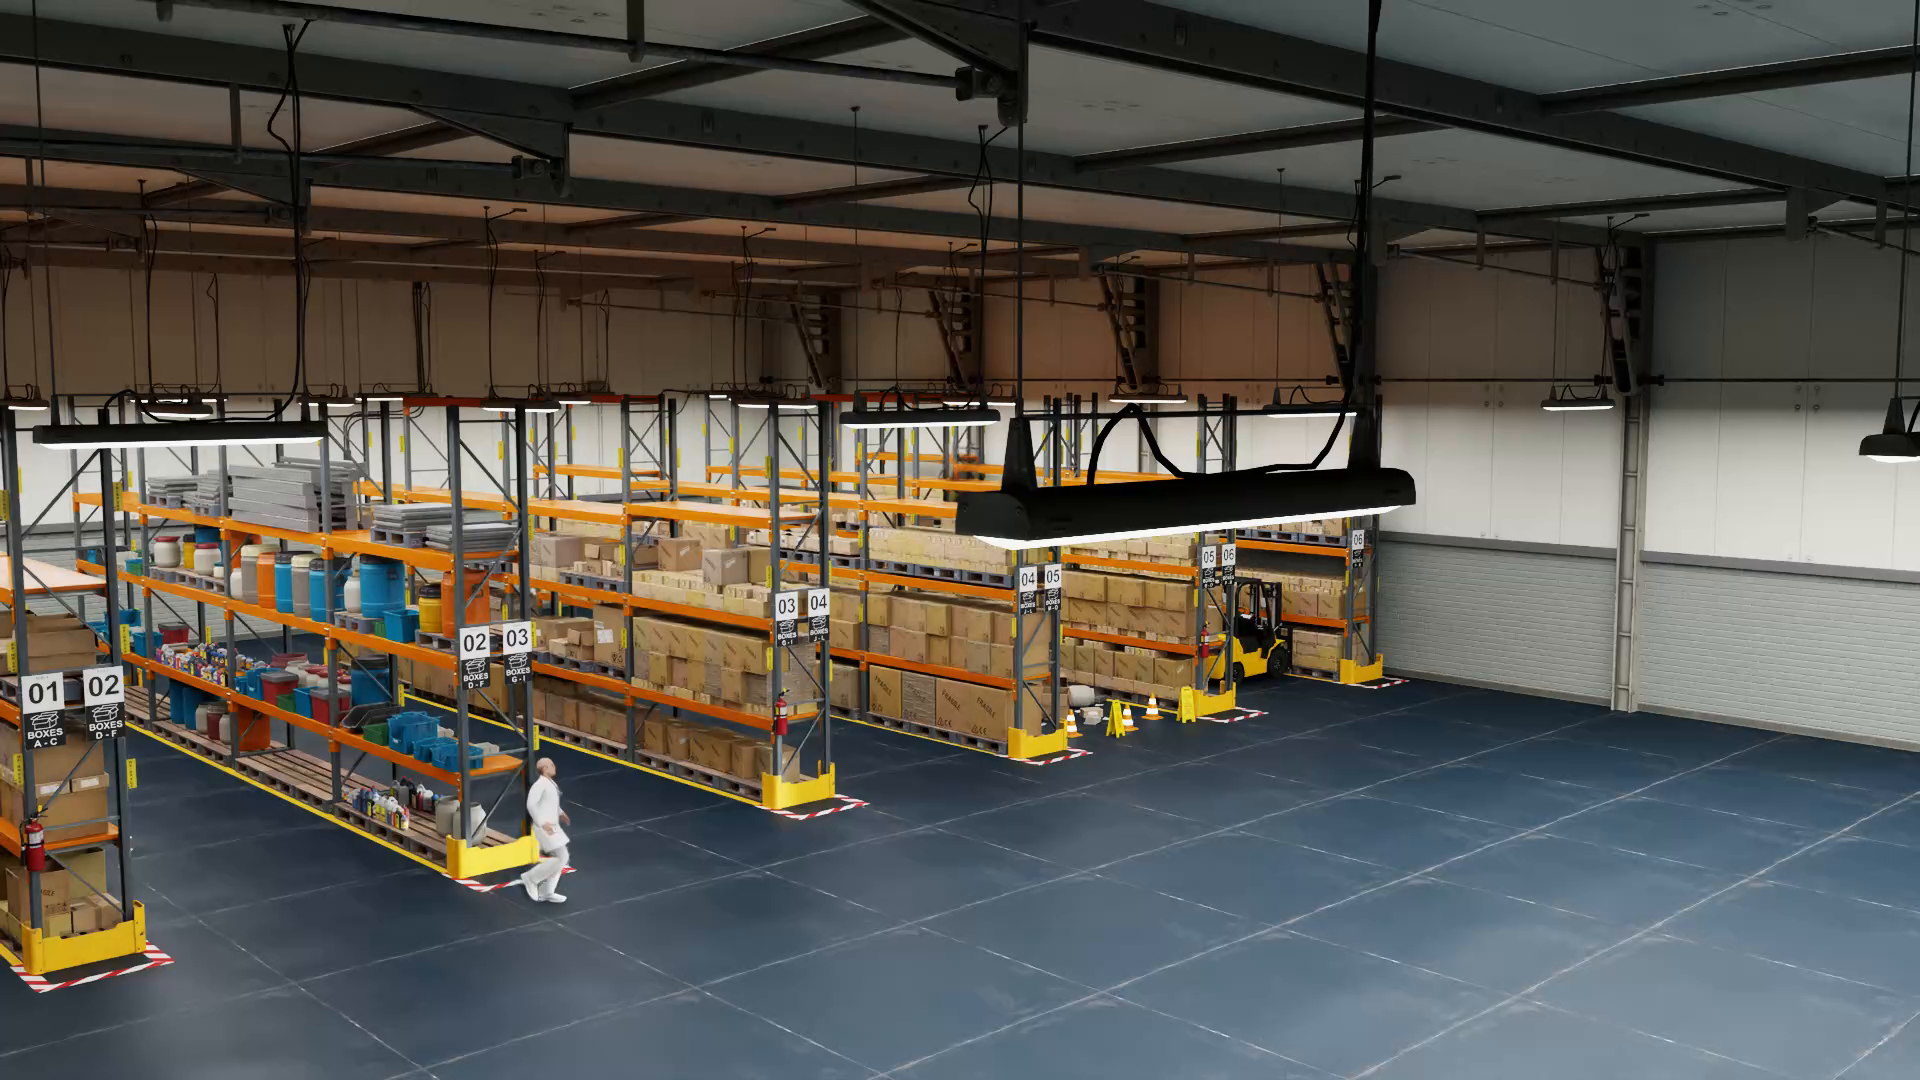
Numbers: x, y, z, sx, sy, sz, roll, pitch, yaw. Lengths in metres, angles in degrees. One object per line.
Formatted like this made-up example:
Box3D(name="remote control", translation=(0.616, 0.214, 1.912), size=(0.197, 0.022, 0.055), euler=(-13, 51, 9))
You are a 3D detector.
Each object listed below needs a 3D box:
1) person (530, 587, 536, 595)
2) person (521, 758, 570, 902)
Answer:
Box3D(name="person", translation=(-10.581, 1.662, 40.689), size=(0.469, 1.522, 0.622), euler=(-3, 6, -28))
Box3D(name="person", translation=(-5.052, 3.523, 20.286), size=(0.588, 1.735, 0.770), euler=(-1, 6, -11))
